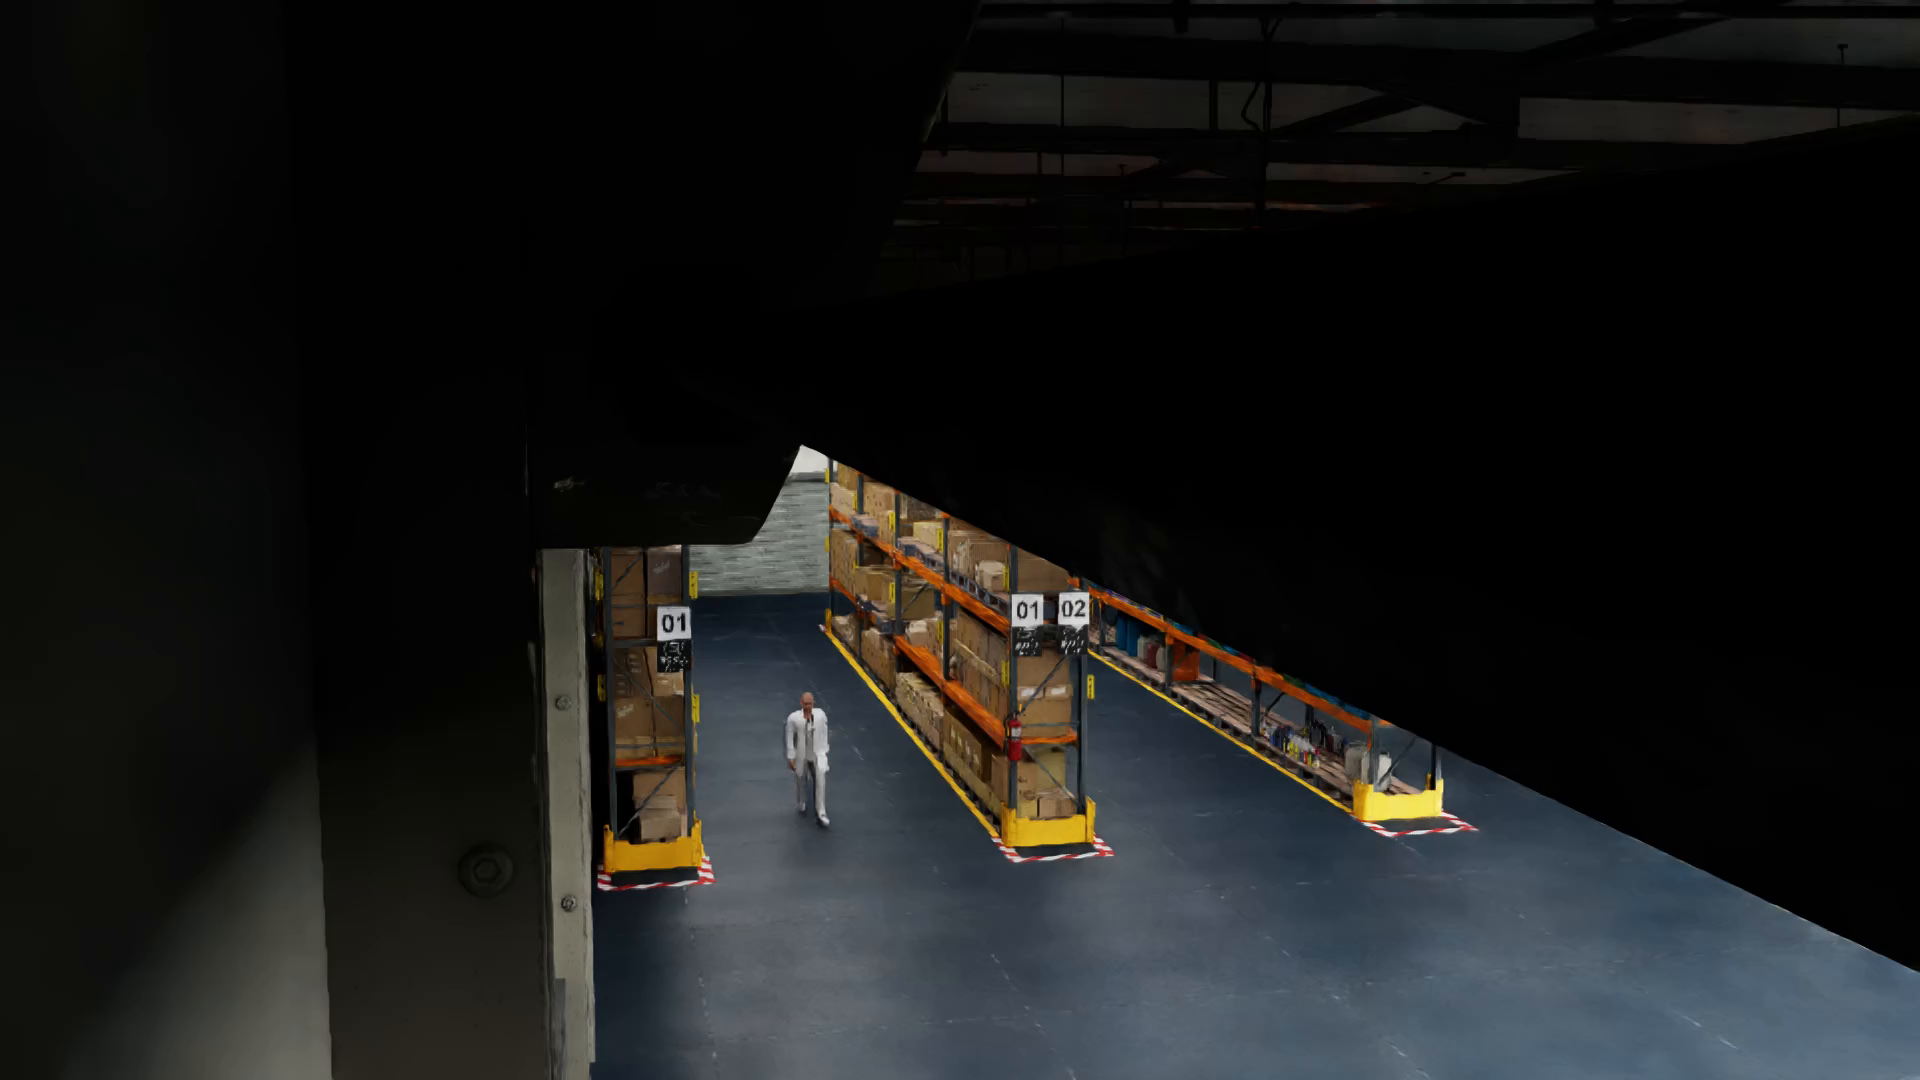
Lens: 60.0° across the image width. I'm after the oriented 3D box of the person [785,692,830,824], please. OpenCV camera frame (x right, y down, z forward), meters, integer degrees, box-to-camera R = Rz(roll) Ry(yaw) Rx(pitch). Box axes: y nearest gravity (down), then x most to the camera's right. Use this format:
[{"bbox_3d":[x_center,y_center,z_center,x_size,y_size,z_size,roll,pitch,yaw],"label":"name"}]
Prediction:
[{"bbox_3d":[-2.018,2.849,22.075,0.599,1.695,1.175,-1,7,-10],"label":"person"}]
